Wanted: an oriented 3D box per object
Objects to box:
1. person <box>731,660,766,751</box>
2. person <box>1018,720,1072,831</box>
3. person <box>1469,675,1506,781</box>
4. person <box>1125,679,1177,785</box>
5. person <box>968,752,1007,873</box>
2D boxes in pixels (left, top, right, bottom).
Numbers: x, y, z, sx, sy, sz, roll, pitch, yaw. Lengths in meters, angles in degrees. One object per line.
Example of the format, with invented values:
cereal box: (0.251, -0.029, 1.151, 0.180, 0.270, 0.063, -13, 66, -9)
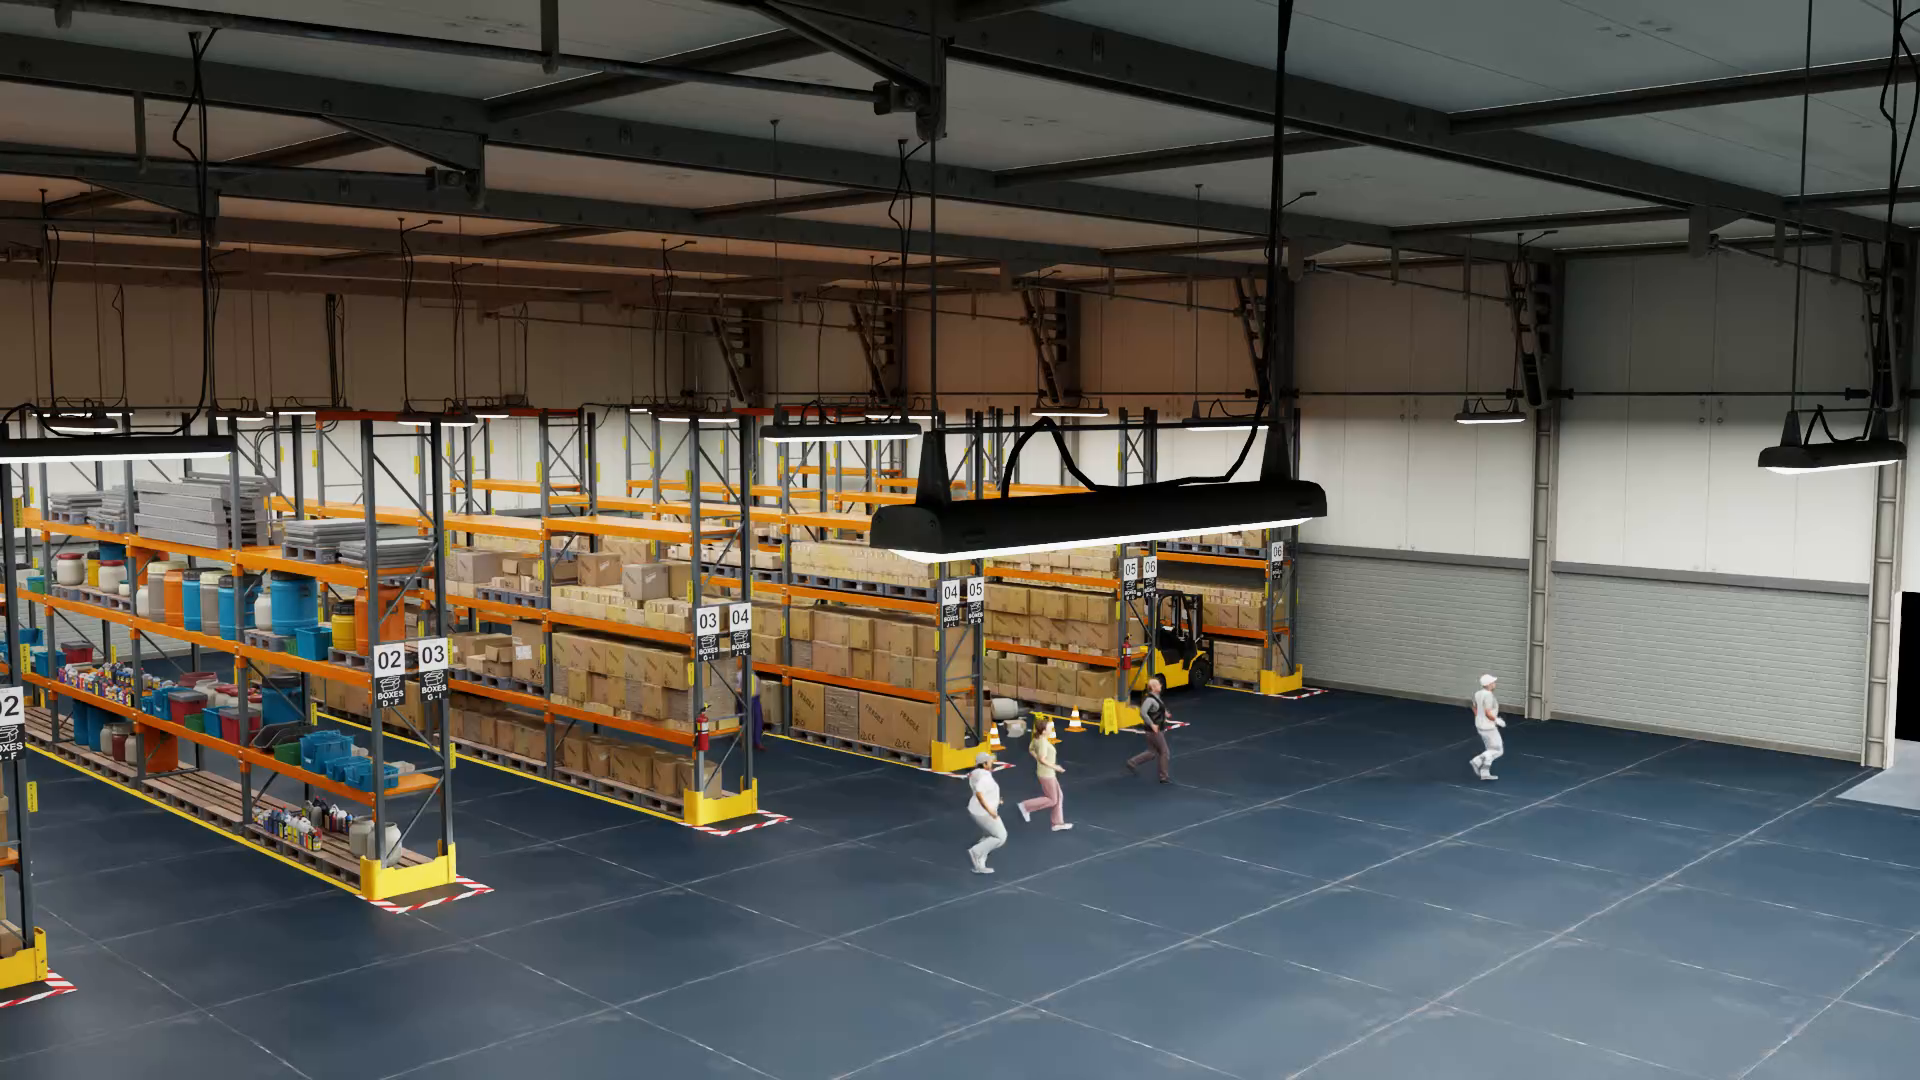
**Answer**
person: (-3.775, 2.902, 29.619, 0.849, 1.640, 0.607, 4, 7, 39)
person: (1.222, 3.408, 24.026, 0.810, 1.621, 0.592, -1, 5, -8)
person: (8.569, 3.059, 27.122, 0.587, 1.741, 0.639, -1, 5, -6)
person: (3.096, 3.099, 26.923, 0.850, 1.729, 0.653, 1, 5, 6)
person: (0.333, 3.591, 21.886, 0.549, 1.627, 0.615, -2, 5, -18)
